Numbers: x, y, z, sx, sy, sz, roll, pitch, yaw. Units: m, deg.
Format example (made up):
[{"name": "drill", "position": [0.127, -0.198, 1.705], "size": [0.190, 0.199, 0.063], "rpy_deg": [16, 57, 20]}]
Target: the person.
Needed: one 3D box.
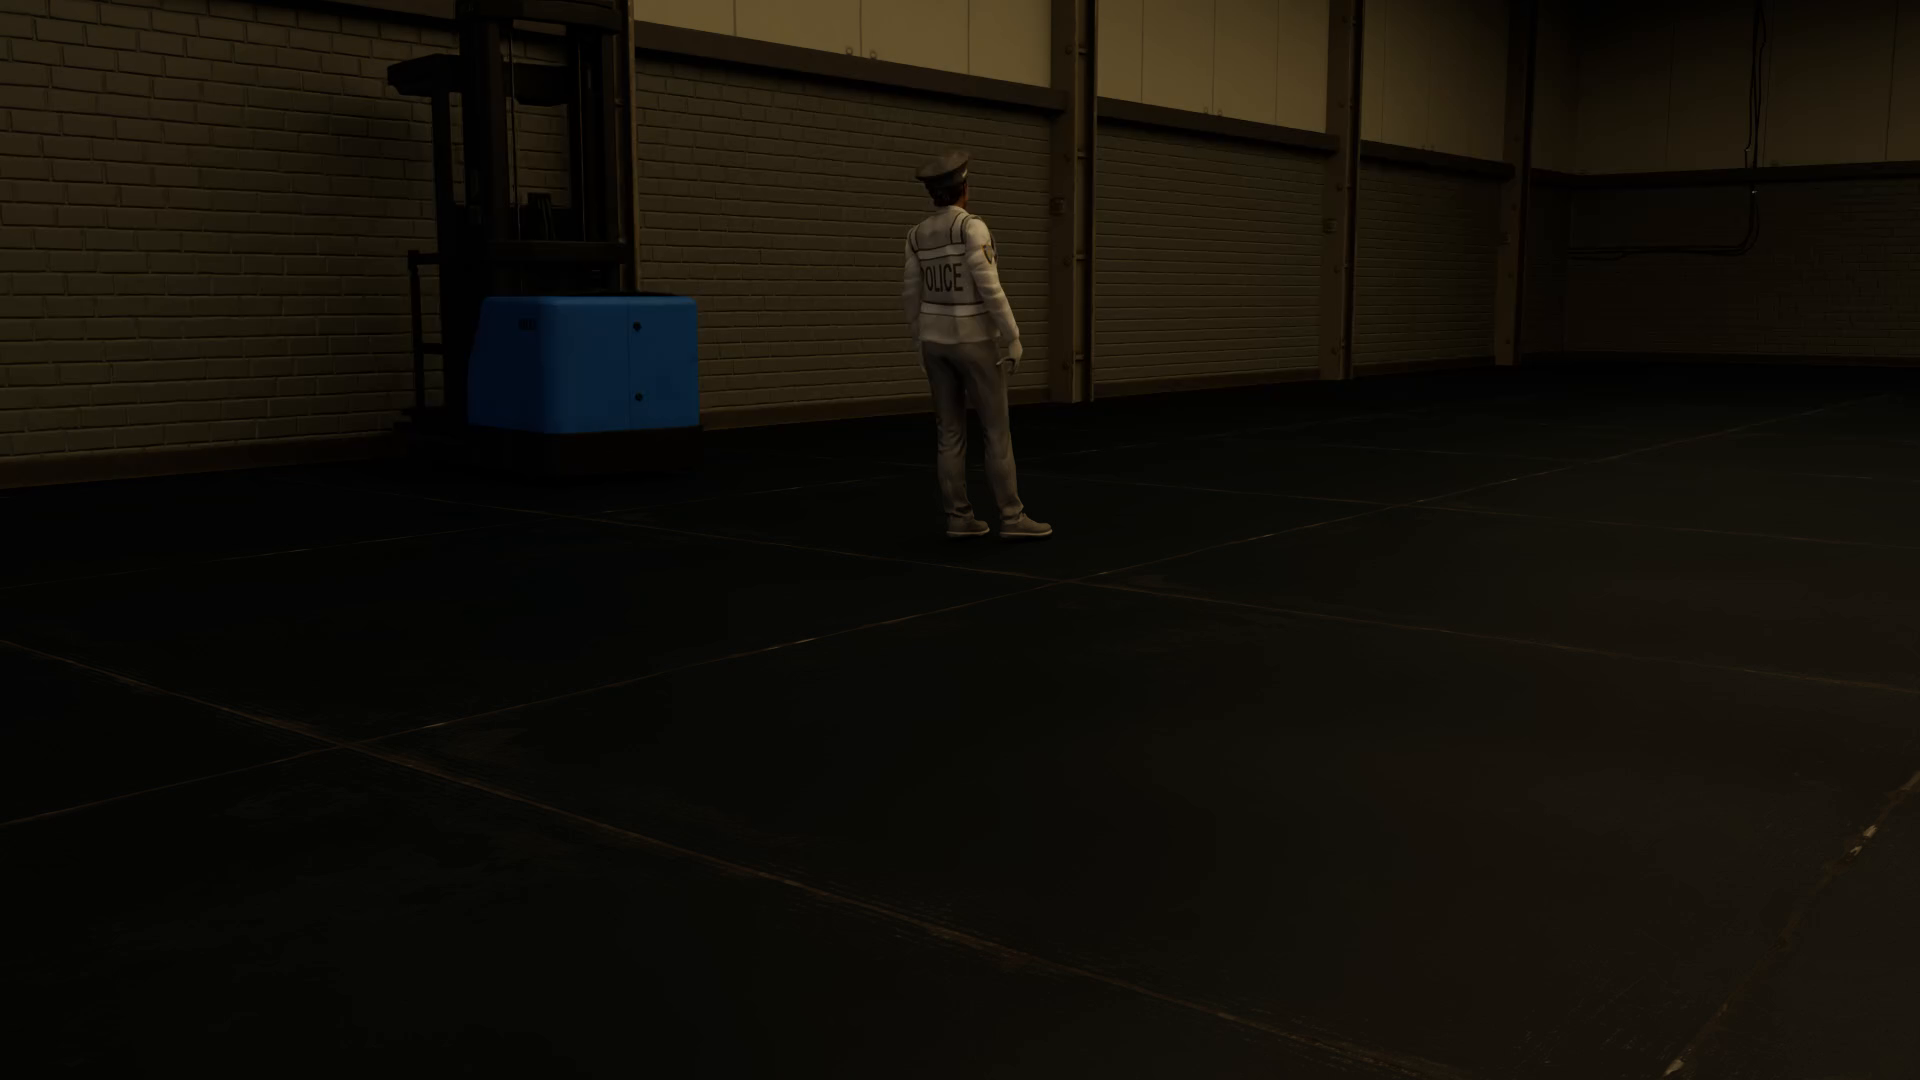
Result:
[{"name": "person", "position": [0.048, -0.852, 7.330], "size": [0.587, 1.695, 0.531], "rpy_deg": [7, 11, 38]}]

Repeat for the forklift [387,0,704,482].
[{"name": "forklift", "position": [-2.885, -1.942, 10.550], "size": [1.130, 2.935, 3.031], "rpy_deg": [-7, 11, -40]}]
